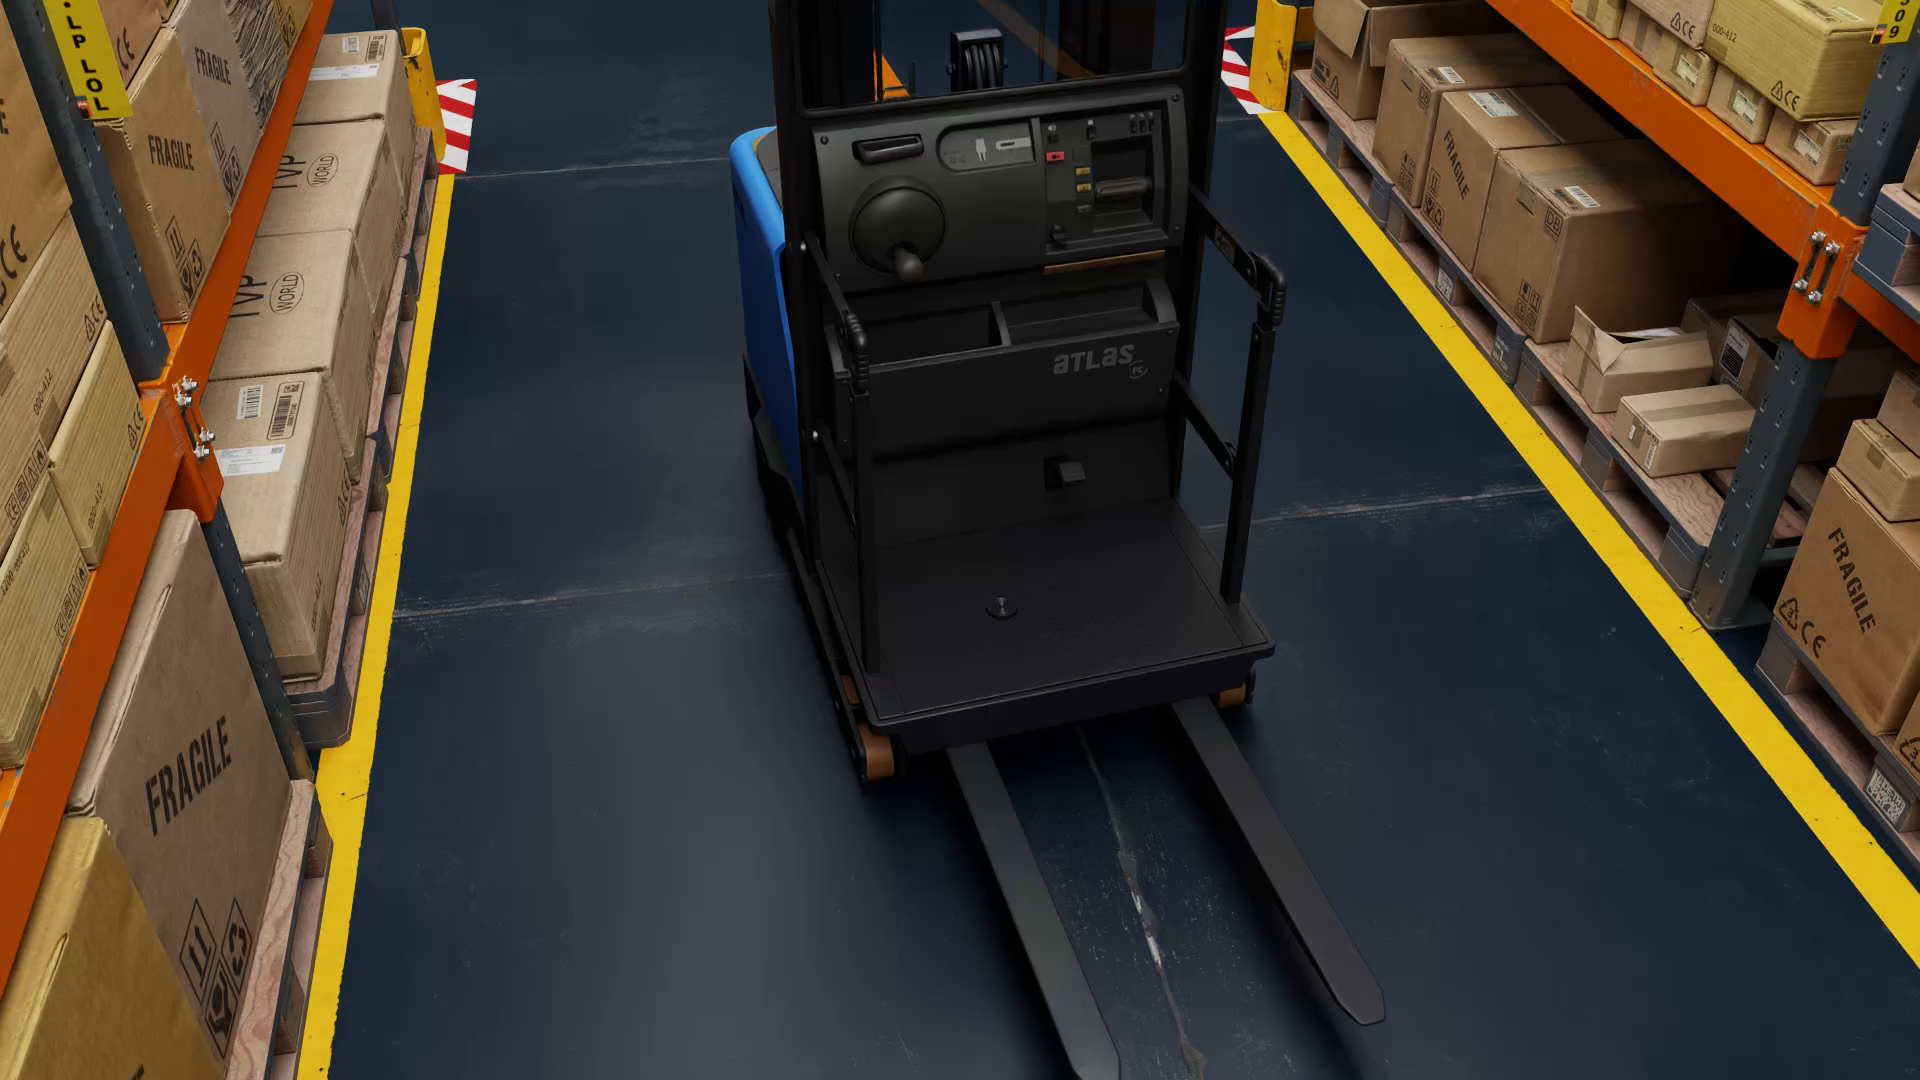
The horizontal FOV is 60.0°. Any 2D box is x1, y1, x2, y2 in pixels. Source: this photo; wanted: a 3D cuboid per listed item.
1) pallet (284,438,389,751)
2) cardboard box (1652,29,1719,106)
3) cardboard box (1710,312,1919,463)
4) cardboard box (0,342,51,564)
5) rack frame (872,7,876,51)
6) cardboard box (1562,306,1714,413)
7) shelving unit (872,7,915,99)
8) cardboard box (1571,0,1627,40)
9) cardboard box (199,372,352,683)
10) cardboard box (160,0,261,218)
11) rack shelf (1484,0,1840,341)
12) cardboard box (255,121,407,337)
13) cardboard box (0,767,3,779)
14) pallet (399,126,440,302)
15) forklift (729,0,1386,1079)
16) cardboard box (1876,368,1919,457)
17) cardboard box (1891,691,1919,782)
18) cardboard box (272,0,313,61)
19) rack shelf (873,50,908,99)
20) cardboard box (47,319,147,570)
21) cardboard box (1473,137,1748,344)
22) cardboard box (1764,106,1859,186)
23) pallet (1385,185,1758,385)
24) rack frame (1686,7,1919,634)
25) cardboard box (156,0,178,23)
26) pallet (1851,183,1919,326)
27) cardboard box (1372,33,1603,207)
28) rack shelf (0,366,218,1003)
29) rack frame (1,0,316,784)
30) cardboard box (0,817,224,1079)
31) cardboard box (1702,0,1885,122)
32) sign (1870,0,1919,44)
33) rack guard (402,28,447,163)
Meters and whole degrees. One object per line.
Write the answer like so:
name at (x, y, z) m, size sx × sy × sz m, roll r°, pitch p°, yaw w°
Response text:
pallet at (-2.259, 0.169, 4.860) m, size 1.003 × 0.211 × 1.213 m, roll -6°, pitch 38°, yaw -8°
cardboard box at (2.243, -1.376, 4.781) m, size 0.380 × 0.149 × 0.250 m, roll -5°, pitch 38°, yaw -7°
cardboard box at (2.800, -0.529, 5.335) m, size 0.500 × 0.311 × 0.500 m, roll -5°, pitch 38°, yaw -6°
cardboard box at (-1.791, -0.061, 2.599) m, size 0.500 × 0.250 × 0.500 m, roll -5°, pitch 38°, yaw -7°
rack frame at (-0.395, -1.301, 5.946) m, size 0.240 × 1.200 × 0.015 m, roll -10°, pitch 39°, yaw -13°
cardboard box at (2.234, -0.607, 5.473) m, size 0.396 × 0.266 × 0.258 m, roll -5°, pitch 38°, yaw -6°
shelving unit at (-0.328, -1.158, 5.760) m, size 0.258 × 1.200 × 0.503 m, roll -10°, pitch 39°, yaw -13°
cardboard box at (2.151, -1.689, 5.184) m, size 0.380 × 0.149 × 0.250 m, roll -7°, pitch 38°, yaw -9°
cardboard box at (-2.207, -0.009, 4.563) m, size 0.875 × 0.438 × 0.875 m, roll -7°, pitch 38°, yaw -9°
cardboard box at (-2.111, -1.120, 4.165) m, size 0.500 × 0.500 × 0.500 m, roll -6°, pitch 38°, yaw -8°
rack shelf at (2.333, -1.925, 5.869) m, size 1.077 × 0.370 × 4.000 m, roll -6°, pitch 38°, yaw -8°
cardboard box at (-2.521, -1.095, 5.960) m, size 0.875 × 0.438 × 0.875 m, roll -5°, pitch 38°, yaw -7°
cardboard box at (-1.718, 0.453, 2.344) m, size 0.500 × 0.250 × 0.500 m, roll -7°, pitch 38°, yaw -9°
pallet at (-2.687, -1.305, 6.758) m, size 1.003 × 0.211 × 1.213 m, roll -6°, pitch 38°, yaw -8°
forklift at (0.174, -0.789, 3.877) m, size 1.130 × 2.935 × 3.031 m, roll -10°, pitch 39°, yaw -13°
cardboard box at (2.544, -0.314, 4.133) m, size 0.380 × 0.149 × 0.250 m, roll -7°, pitch 38°, yaw -9°
cardboard box at (2.650, 0.458, 3.911) m, size 0.500 × 0.500 × 0.500 m, roll -7°, pitch 38°, yaw -9°
cardboard box at (-2.282, -1.732, 4.953) m, size 0.500 × 0.500 × 0.500 m, roll -5°, pitch 38°, yaw -7°
rack shelf at (-0.328, -1.470, 5.521) m, size 0.258 × 0.148 × 0.480 m, roll -10°, pitch 39°, yaw -13°
cardboard box at (-1.876, -0.161, 3.135) m, size 0.500 × 0.250 × 0.500 m, roll -7°, pitch 38°, yaw -9°
cardboard box at (2.290, -1.068, 5.875) m, size 0.700 × 0.500 × 0.500 m, roll -8°, pitch 38°, yaw -10°
cardboard box at (2.379, -1.067, 4.383) m, size 0.380 × 0.149 × 0.250 m, roll -6°, pitch 38°, yaw -7°
pallet at (2.347, -1.053, 6.433) m, size 1.003 × 0.211 × 1.213 m, roll -6°, pitch 38°, yaw -8°
rack frame at (2.684, -1.001, 4.093) m, size 1.000 × 3.000 × 0.127 m, roll -6°, pitch 38°, yaw -8°
cardboard box at (-2.130, -1.518, 3.863) m, size 0.500 × 0.500 × 0.500 m, roll -7°, pitch 38°, yaw -9°
pallet at (2.716, -0.430, 3.516) m, size 1.003 × 0.211 × 1.213 m, roll -6°, pitch 38°, yaw -8°
cardboard box at (2.108, -1.695, 6.682) m, size 0.700 × 0.500 × 0.500 m, roll -5°, pitch 38°, yaw -6°
rack shelf at (-1.852, 1.028, 2.069) m, size 1.077 × 0.370 × 4.000 m, roll -6°, pitch 38°, yaw -8°
rack frame at (-2.203, -0.465, 3.403) m, size 1.000 × 3.000 × 0.127 m, roll -6°, pitch 38°, yaw -8°
cardboard box at (-1.849, 1.119, 2.754) m, size 0.875 × 0.875 × 0.875 m, roll -5°, pitch 38°, yaw -7°
cardboard box at (2.354, -1.340, 4.410) m, size 0.500 × 0.250 × 0.500 m, roll -5°, pitch 38°, yaw -7°
sign at (2.151, -1.280, 3.746) m, size 0.100 × 0.325 × 0.005 m, roll -6°, pitch 38°, yaw -8°
rack guard at (-2.908, -1.908, 7.298) m, size 1.175 × 0.500 × 0.348 m, roll -6°, pitch 38°, yaw -8°
